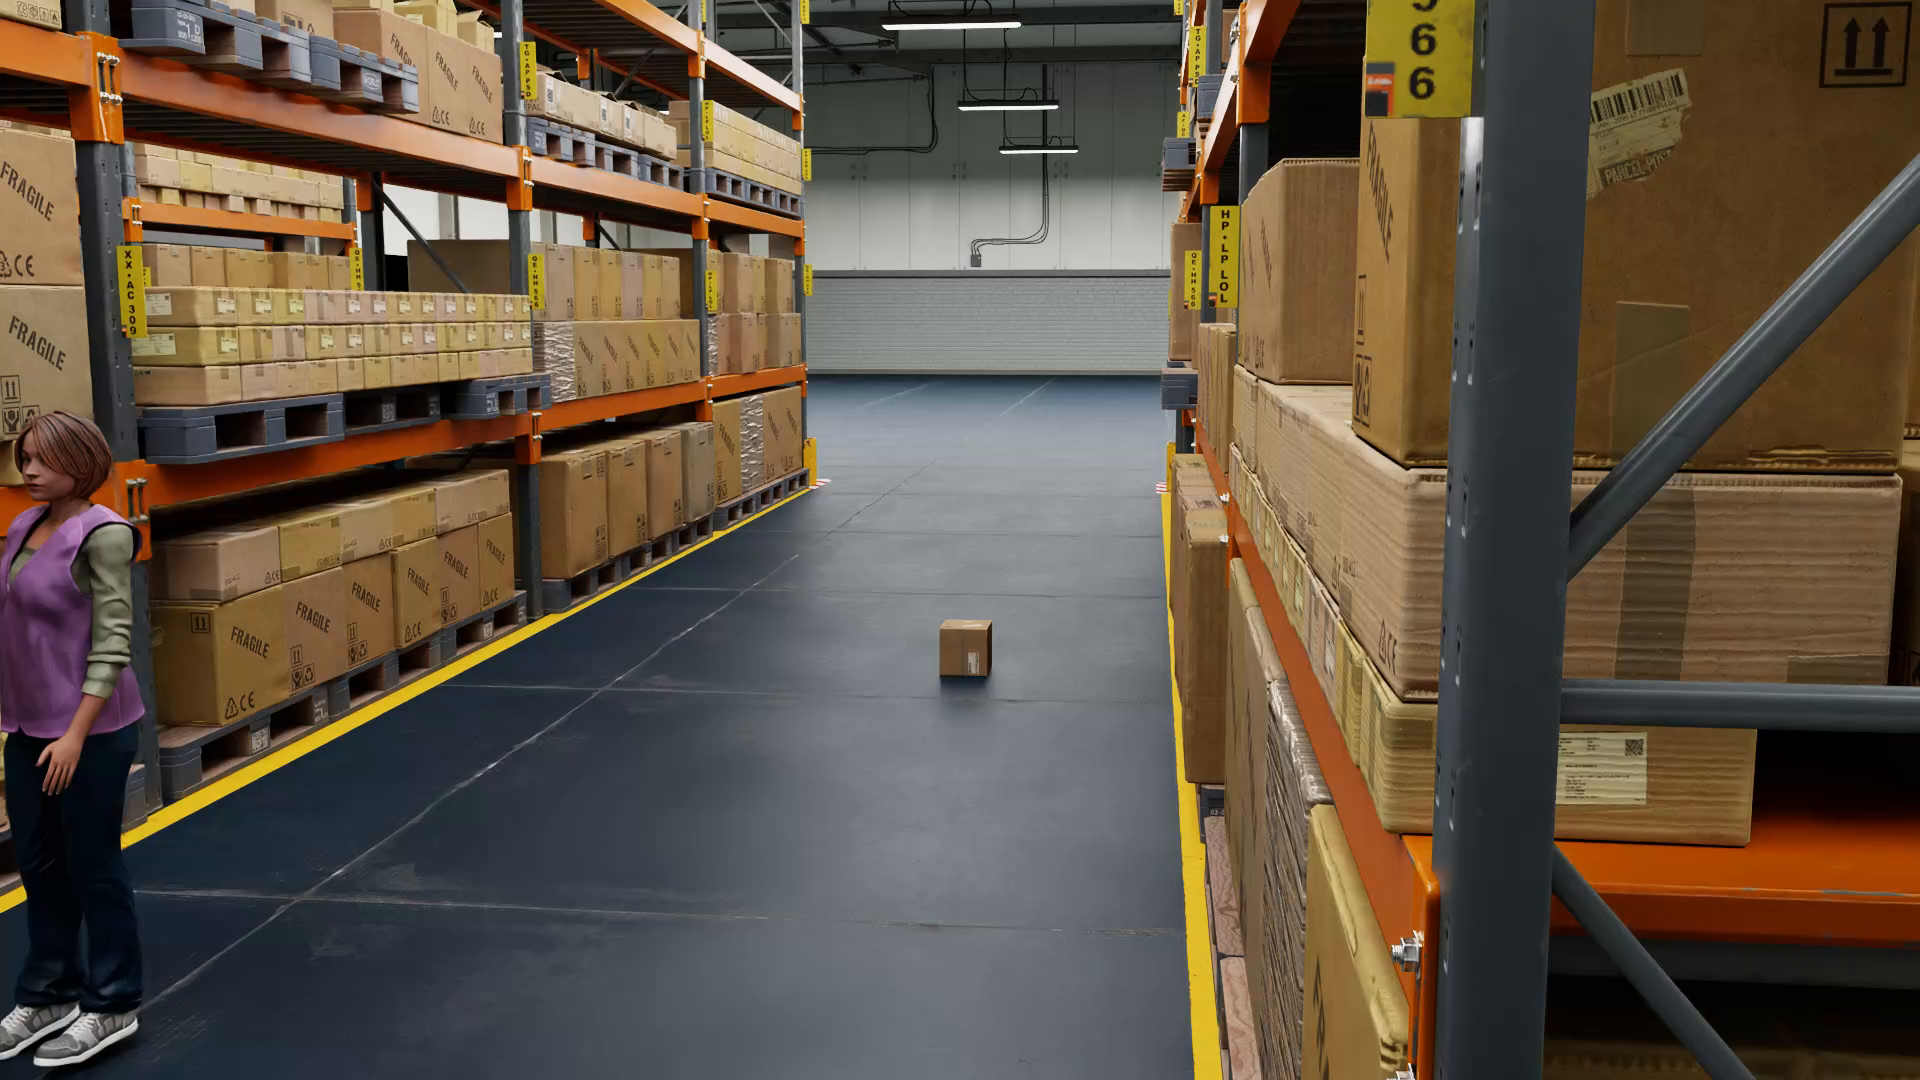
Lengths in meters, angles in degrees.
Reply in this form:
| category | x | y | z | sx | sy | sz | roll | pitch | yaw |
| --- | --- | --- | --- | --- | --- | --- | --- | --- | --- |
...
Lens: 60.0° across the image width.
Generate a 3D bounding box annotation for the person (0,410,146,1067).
| category | x | y | z | sx | sy | sz | roll | pitch | yaw |
| --- | --- | --- | --- | --- | --- | --- | --- | --- | --- |
| person | -2.231 | 0.493 | 4.117 | 0.444 | 1.623 | 0.370 | 4 | 9 | 28 |
